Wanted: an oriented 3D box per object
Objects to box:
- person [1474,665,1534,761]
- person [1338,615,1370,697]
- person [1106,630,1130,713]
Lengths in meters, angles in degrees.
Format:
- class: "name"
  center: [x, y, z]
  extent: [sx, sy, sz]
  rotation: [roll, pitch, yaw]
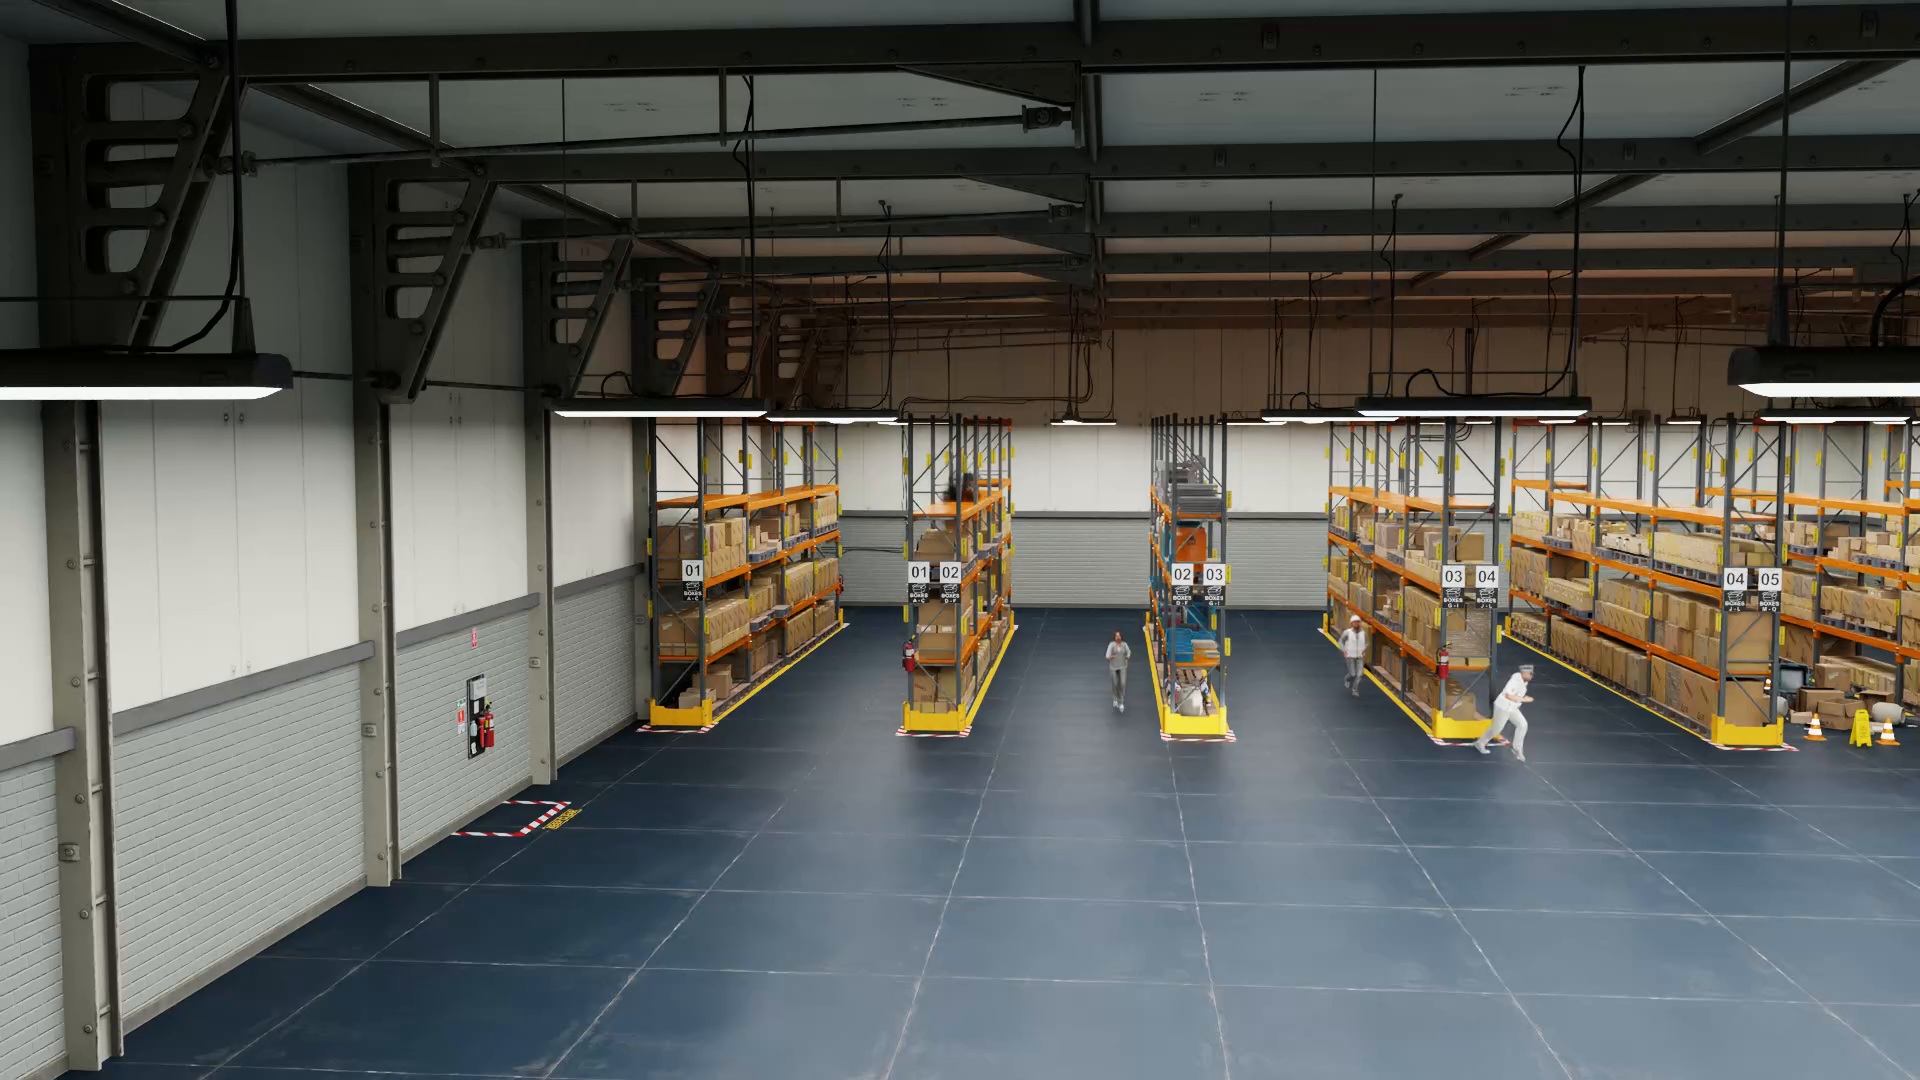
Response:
- class: "person"
  center: [9.467, 2.986, 28.878]
  extent: [1.021, 1.718, 0.705]
  rotation: [3, 5, 38]
- class: "person"
  center: [8.429, 2.471, 35.521]
  extent: [0.669, 1.728, 0.597]
  rotation: [0, 4, -5]
- class: "person"
  center: [3.207, 2.649, 33.711]
  extent: [0.516, 1.635, 0.678]
  rotation: [0, 4, 2]
